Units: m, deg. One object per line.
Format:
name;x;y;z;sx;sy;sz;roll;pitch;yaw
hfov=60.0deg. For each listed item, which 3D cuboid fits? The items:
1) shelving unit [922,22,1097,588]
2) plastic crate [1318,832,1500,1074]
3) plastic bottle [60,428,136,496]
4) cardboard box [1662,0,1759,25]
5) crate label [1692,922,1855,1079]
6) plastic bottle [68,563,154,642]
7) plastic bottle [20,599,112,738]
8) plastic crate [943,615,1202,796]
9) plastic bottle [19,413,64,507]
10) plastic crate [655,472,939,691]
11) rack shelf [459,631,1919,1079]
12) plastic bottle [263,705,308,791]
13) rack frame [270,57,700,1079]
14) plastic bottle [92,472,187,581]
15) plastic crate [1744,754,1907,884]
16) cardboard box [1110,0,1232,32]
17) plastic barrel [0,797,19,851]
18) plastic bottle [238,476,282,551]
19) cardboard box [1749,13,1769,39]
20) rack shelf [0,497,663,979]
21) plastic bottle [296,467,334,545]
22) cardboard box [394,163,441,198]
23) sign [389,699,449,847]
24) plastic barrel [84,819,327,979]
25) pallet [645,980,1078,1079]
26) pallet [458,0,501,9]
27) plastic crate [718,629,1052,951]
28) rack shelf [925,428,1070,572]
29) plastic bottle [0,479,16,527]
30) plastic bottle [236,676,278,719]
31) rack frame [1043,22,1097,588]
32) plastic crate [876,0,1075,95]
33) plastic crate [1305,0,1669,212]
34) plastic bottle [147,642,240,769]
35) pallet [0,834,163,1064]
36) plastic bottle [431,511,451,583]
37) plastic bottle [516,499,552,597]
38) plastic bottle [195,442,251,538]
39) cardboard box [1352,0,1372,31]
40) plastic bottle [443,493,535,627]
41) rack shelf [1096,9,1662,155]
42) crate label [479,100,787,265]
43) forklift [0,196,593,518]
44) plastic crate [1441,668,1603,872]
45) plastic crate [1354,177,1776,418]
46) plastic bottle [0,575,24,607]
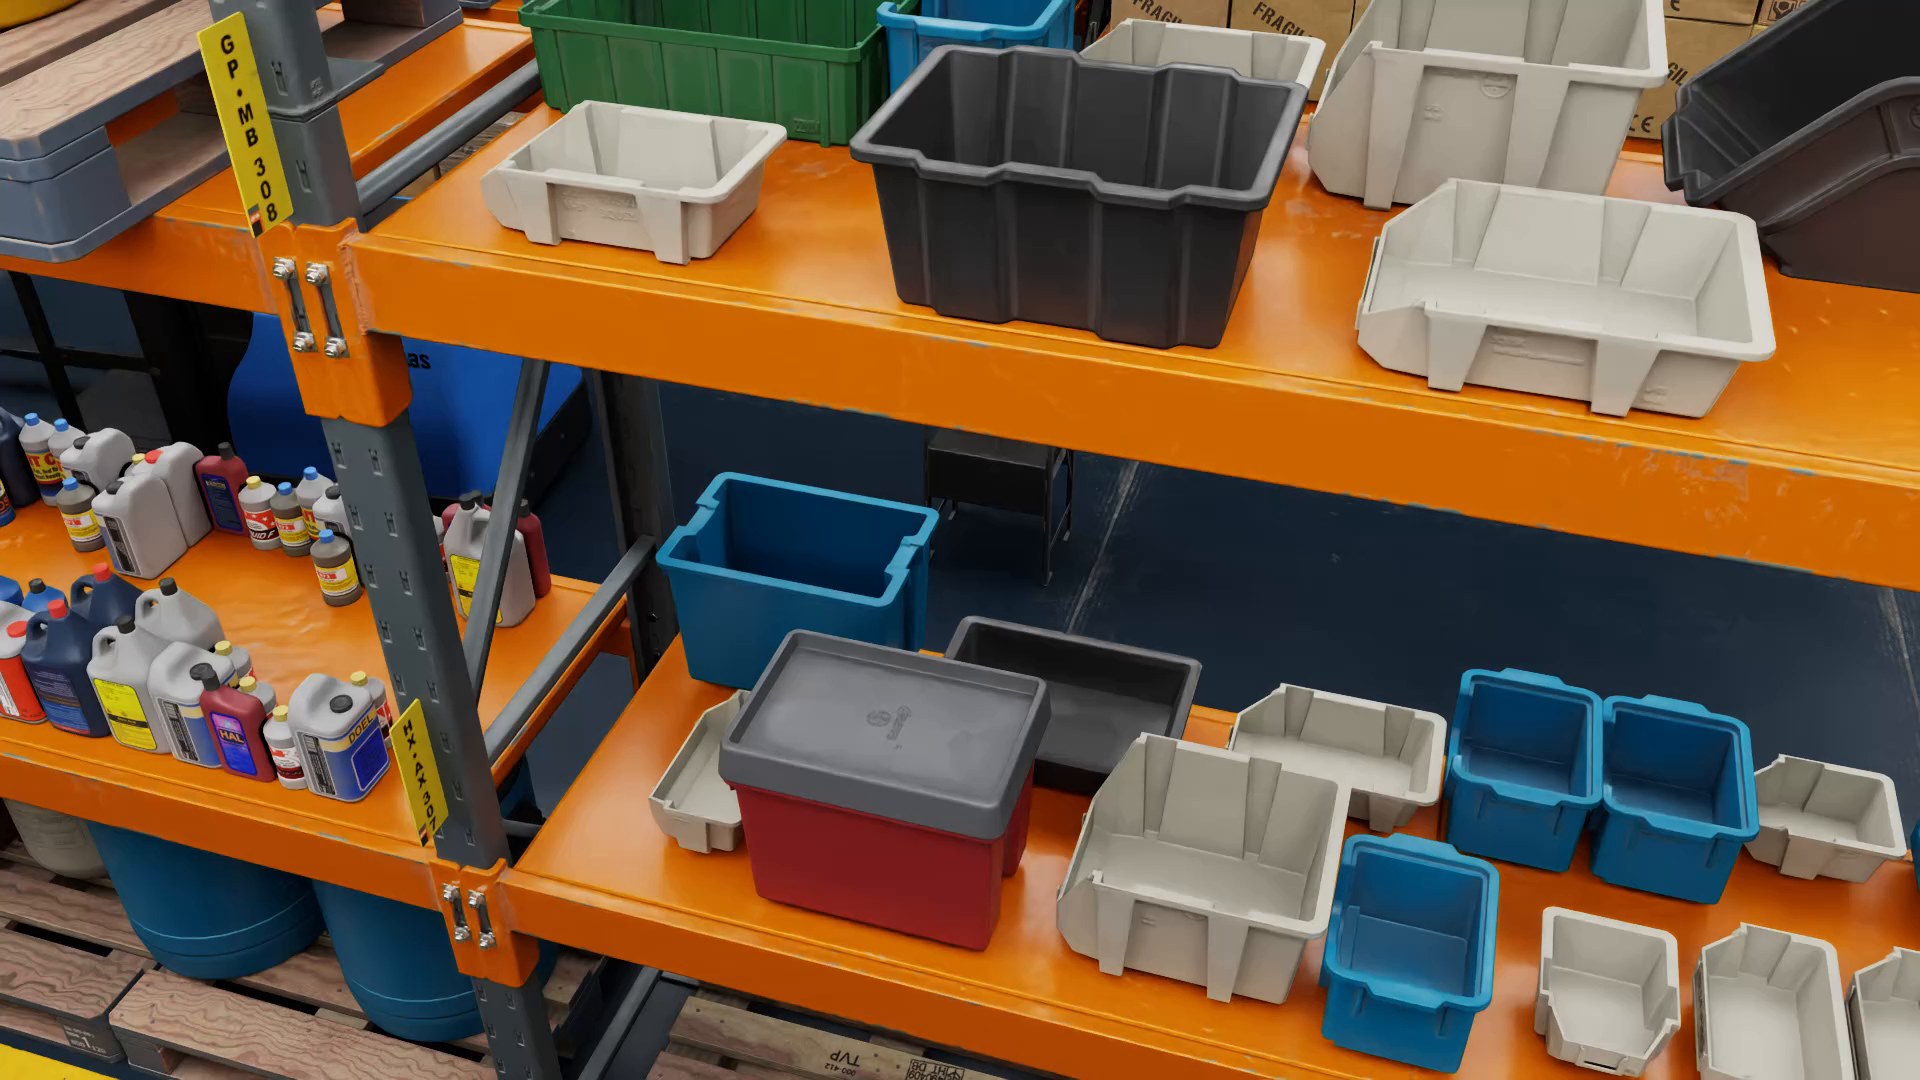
shelving unit;0.158;-0.816;6.088;0.503;2.100;0.431;10;38;14
plastic crate;0.861;0.804;3.217;0.300;0.233;0.416;10;38;14
plastic bottle;-2.354;-0.180;4.569;0.135;0.276;0.152;10;38;14
cardboard box;2.892;-2.367;6.507;0.500;0.500;0.500;11;38;15
crate label;1.520;0.925;3.135;0.243;0.136;0.396;10;38;14
plastic bottle;-2.029;0.200;3.989;0.185;0.351;0.144;10;38;14
plastic bottle;-2.072;0.282;3.878;0.185;0.351;0.144;10;38;14
plastic crate;0.228;0.404;3.851;0.590;0.125;0.437;10;38;14
plastic bottle;-2.549;-0.231;4.642;0.097;0.271;0.097;0;36;0
plastic crate;-0.373;0.144;3.987;0.575;0.384;0.392;10;38;14
rack shelf;0.988;0.915;3.583;4.000;0.370;1.077;10;38;14
plastic bottle;-1.512;0.460;3.762;0.097;0.201;0.097;0;36;0
rack frame;-0.921;0.272;3.850;0.127;3.000;1.000;10;38;14
plastic bottle;-2.178;-0.053;4.396;0.135;0.276;0.152;10;38;14
plastic crate;1.831;0.608;3.566;0.298;0.136;0.250;10;38;14
cardboard box;0.965;-2.326;7.295;0.500;0.500;0.500;11;38;15
plastic barrel;-3.189;0.644;5.025;0.708;0.588;0.600;10;38;14
plastic bottle;-1.886;-0.080;4.496;0.097;0.201;0.097;0;36;0
cardboard box;3.373;-1.878;6.687;0.500;0.500;0.500;11;38;14
rack shelf;-2.830;0.208;4.543;4.000;0.370;1.077;10;38;14
plastic bottle;-1.701;-0.074;4.429;0.097;0.271;0.097;0;36;0
cardboard box;-2.909;-2.165;8.899;0.500;0.500;0.500;12;38;16
sign;-1.086;0.471;3.345;0.005;0.325;0.100;10;38;14
plastic barrel;-2.111;0.717;4.661;0.708;0.901;0.600;10;38;14
pallet;-0.207;1.503;4.530;1.213;0.211;1.003;10;38;14
pallet;-2.590;-3.080;8.565;1.003;0.211;1.213;10;38;14
plastic crate;-0.143;0.522;3.406;0.583;0.464;0.402;10;38;14
rack shelf;0.158;-0.242;6.511;0.480;0.518;0.431;10;38;14
plastic bottle;-2.685;-0.167;4.555;0.097;0.271;0.097;0;36;0
plastic bottle;-1.621;0.402;3.841;0.097;0.201;0.097;0;36;0
rack frame;0.391;-0.773;6.029;0.015;2.100;0.400;10;38;14
plastic crate;0.044;-0.888;3.037;0.300;0.233;0.416;10;38;14
plastic crate;0.874;-0.748;2.805;0.530;0.282;0.437;10;38;14
plastic bottle;-1.742;0.371;3.821;0.135;0.276;0.152;10;38;14
pallet;-2.813;1.021;5.185;1.213;0.211;1.003;10;38;14
plastic bottle;-1.386;0.012;4.371;0.097;0.201;0.097;0;36;0
plastic bottle;-1.143;0.013;4.301;0.133;0.283;0.061;10;38;14
plastic bottle;-1.991;-0.144;4.514;0.133;0.283;0.061;10;38;14
cardboard box;1.932;-2.148;7.053;0.500;0.500;0.500;10;38;14
plastic bottle;-1.199;0.039;4.208;0.185;0.351;0.144;10;38;14
rack shelf;2.469;-1.887;7.390;4.000;0.370;1.077;10;38;14
crate label;-0.540;-0.580;2.699;0.466;0.136;0.293;10;38;14
forklift;-3.187;-1.561;6.398;3.031;2.935;1.130;7;37;10
plastic crate;1.217;0.507;3.622;0.300;0.233;0.416;10;38;14
plastic crate;0.851;-0.348;2.384;0.530;0.136;0.437;10;38;14
plastic bottle;-2.332;0.186;4.076;0.097;0.271;0.097;0;36;0
